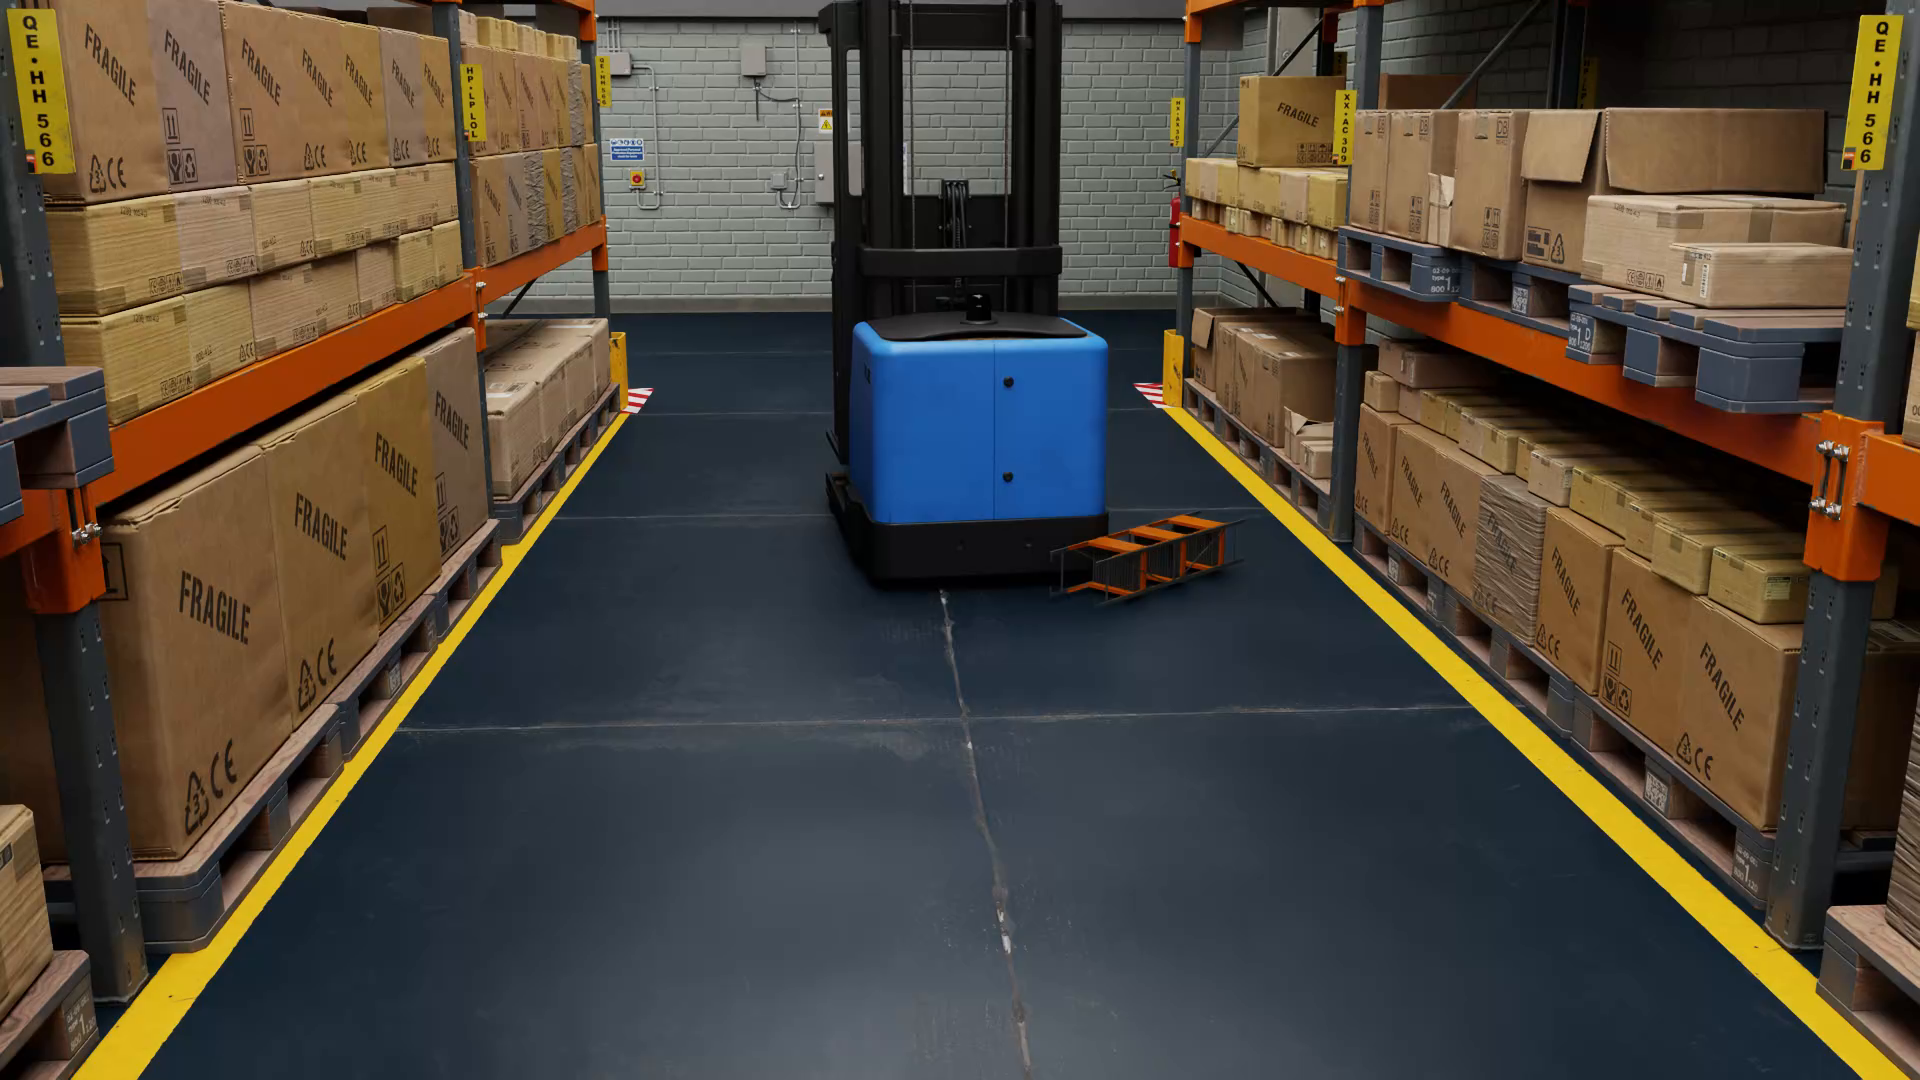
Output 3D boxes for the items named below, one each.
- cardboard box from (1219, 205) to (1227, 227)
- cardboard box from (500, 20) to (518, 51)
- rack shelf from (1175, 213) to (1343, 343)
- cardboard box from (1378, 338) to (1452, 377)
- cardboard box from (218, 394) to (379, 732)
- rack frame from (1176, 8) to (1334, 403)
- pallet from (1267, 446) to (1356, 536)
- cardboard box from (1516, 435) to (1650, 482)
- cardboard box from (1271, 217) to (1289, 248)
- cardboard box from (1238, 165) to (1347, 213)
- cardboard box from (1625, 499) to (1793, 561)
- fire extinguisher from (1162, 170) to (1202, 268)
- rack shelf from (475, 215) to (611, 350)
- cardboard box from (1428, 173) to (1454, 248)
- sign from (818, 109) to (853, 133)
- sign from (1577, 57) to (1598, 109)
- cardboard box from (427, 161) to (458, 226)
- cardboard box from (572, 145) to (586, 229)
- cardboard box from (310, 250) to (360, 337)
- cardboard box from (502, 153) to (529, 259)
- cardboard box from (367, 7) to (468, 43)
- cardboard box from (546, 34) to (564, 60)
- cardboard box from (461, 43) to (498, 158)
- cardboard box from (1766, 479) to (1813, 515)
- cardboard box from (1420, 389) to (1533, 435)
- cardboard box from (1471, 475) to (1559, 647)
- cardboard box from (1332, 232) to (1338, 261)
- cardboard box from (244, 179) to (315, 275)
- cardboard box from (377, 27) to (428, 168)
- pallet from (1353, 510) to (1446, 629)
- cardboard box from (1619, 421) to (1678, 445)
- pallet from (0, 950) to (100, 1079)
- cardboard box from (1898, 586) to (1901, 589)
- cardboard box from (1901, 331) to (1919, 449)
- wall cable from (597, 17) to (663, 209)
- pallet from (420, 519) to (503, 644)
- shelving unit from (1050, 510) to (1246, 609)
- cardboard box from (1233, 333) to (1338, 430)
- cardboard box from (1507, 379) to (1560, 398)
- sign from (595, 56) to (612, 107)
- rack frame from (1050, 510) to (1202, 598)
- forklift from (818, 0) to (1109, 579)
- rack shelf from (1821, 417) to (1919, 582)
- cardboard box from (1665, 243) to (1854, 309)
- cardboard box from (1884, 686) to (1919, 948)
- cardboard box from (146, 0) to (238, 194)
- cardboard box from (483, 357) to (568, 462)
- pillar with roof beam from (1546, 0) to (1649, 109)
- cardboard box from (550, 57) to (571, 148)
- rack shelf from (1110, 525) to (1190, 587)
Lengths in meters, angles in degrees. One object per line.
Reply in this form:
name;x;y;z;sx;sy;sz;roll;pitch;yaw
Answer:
cardboard box;1.848;-2.051;10.484;0.380;0.149;0.250;0;14;-2
cardboard box;-2.464;-2.563;8.458;0.380;0.149;0.250;-1;14;-5
rack shelf;2.158;-1.604;9.686;1.077;0.370;4.000;-1;14;-3
cardboard box;2.099;-0.814;7.445;0.380;0.149;0.250;-1;14;-4
cardboard box;-2.435;0.048;5.243;0.875;0.875;0.875;-1;14;-3
rack frame;2.034;-2.450;11.529;1.000;3.000;0.127;-1;14;-3
pallet;2.241;-0.276;8.674;1.003;0.211;1.213;-1;14;-3
cardboard box;2.228;-0.279;5.961;0.380;0.149;0.250;-1;14;-3
cardboard box;1.899;-1.667;8.988;0.380;0.149;0.250;-1;14;-4
cardboard box;1.913;-2.026;9.586;0.500;0.250;0.500;-1;14;-5
cardboard box;2.227;-0.020;4.956;0.380;0.149;0.250;-1;14;-5
fire extinguisher;1.564;-2.262;11.700;0.296;0.674;0.183;-1;14;-3
rack shelf;-2.796;-1.527;9.384;1.077;0.370;4.000;-1;14;-3
cardboard box;1.985;-1.242;6.262;0.396;0.266;0.258;0;14;-1
sign;-1.255;-4.221;16.756;0.339;0.242;0.001;-1;14;-3
sign;2.836;-2.026;7.556;0.100;0.325;0.005;-1;14;-3
cardboard box;-2.402;-1.441;6.906;0.500;0.250;0.500;-1;14;-3
cardboard box;-2.609;-2.180;10.279;0.500;0.500;0.500;-1;14;-5
cardboard box;-2.313;-0.817;5.482;0.500;0.250;0.500;-1;14;-3
cardboard box;-2.466;-1.672;8.305;0.500;0.500;0.500;-1;14;-3
cardboard box;-2.432;-2.307;7.464;0.380;0.149;0.250;-1;14;-4
cardboard box;-2.583;-2.944;9.941;0.380;0.149;0.250;-1;14;-2
cardboard box;-2.459;-2.033;7.699;0.500;0.500;0.500;-1;14;-3
cardboard box;2.800;-0.098;5.260;0.380;0.149;0.250;-2;15;-6
cardboard box;2.161;-0.538;6.968;0.380;0.149;0.250;-2;15;-6
cardboard box;2.183;0.061;5.943;0.500;0.500;0.500;-1;14;-5
cardboard box;2.010;-1.409;7.987;0.380;0.149;0.250;-1;14;-3
cardboard box;-2.258;-0.935;4.938;0.500;0.250;0.500;-1;14;-4
cardboard box;-2.354;-1.675;6.308;0.500;0.500;0.500;-1;14;-2
pallet;2.370;0.097;7.227;1.003;0.211;1.213;-1;14;-3
cardboard box;2.716;-0.354;6.254;0.380;0.149;0.250;-1;14;-3
pallet;-2.377;1.162;3.087;1.003;0.211;1.213;-1;14;-3
cardboard box;2.773;0.315;4.956;0.500;0.500;0.500;-1;14;-3
cardboard box;2.314;-0.274;3.372;0.500;0.250;0.500;-1;14;-3
wall cable;-3.292;-4.282;16.546;0.585;1.953;0.123;-1;14;-3
pallet;-2.549;0.163;6.968;1.003;0.211;1.213;-1;14;-3
shelving unit;0.833;0.073;7.251;0.252;0.215;1.050;14;20;42
cardboard box;1.925;-0.943;9.846;0.500;0.500;0.500;-1;14;-2
cardboard box;2.614;-0.610;7.249;0.380;0.149;0.250;-1;14;-3
sign;-2.377;-3.053;11.073;0.100;0.325;0.005;-1;14;-3
rack frame;0.746;0.052;7.333;0.008;0.200;1.050;14;20;42
forklift;-0.104;-1.573;8.259;1.130;2.935;3.031;-2;15;-9
rack shelf;2.654;0.385;1.953;1.077;0.370;4.000;-1;14;-3
cardboard box;2.106;-0.700;4.388;0.380;0.149;0.250;-1;14;-2
cardboard box;2.555;0.641;3.437;0.875;0.625;0.625;0;14;-2
cardboard box;-2.251;-1.165;4.328;0.500;0.500;0.500;-1;14;-3
cardboard box;-2.660;-0.721;9.107;0.875;0.438;0.875;-1;14;-5
pillar with roof beam;-1.158;-4.481;7.384;9.100;9.000;0.400;-1;14;-3
cardboard box;-2.563;-2.536;9.658;0.500;0.500;0.500;-1;14;-4
rack shelf;0.826;0.075;7.244;0.240;0.215;0.259;14;20;42
